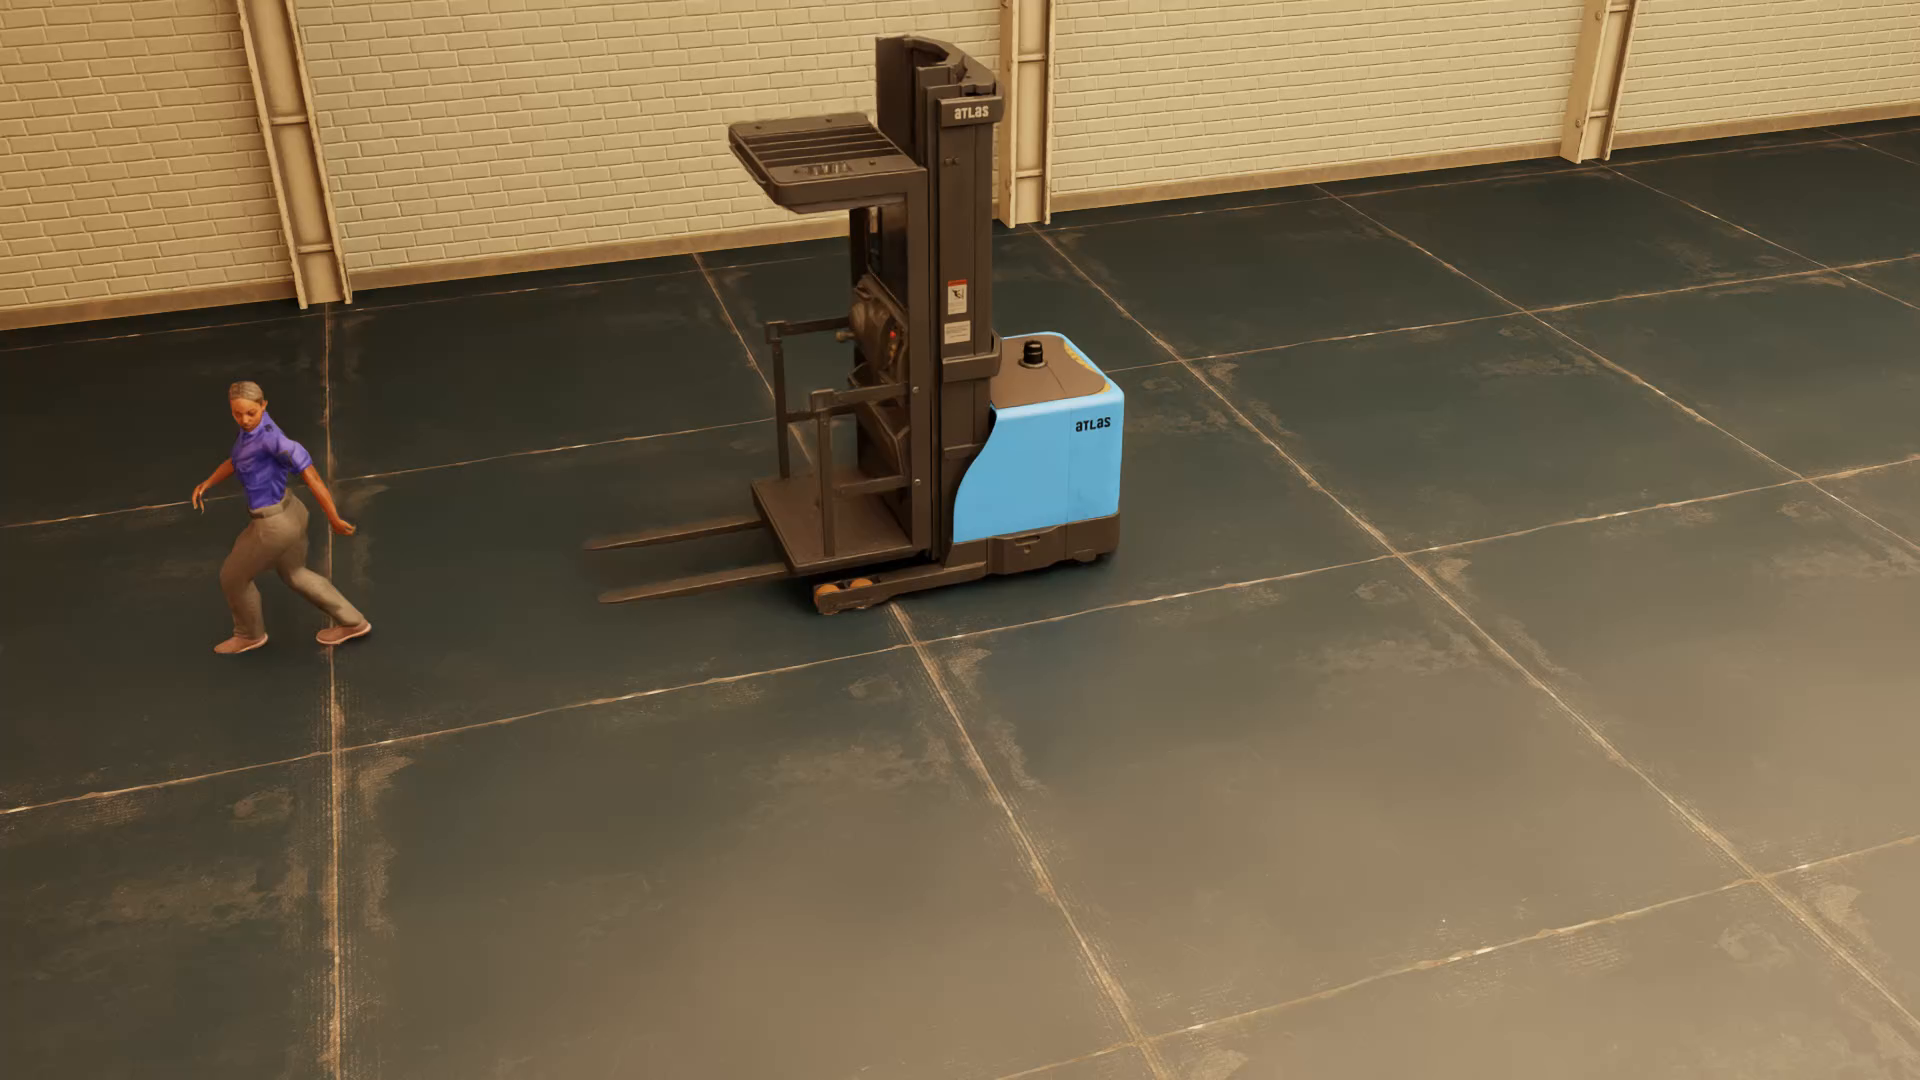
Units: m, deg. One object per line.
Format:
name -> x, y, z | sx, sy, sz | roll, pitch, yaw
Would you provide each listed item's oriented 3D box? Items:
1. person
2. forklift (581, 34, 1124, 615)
person -> -3.588, -0.091, 8.659 | 0.904, 1.594, 0.470 | -5, 30, -8
forklift -> -0.634, -1.148, 9.082 | 3.031, 2.935, 1.130 | -10, 31, -17
